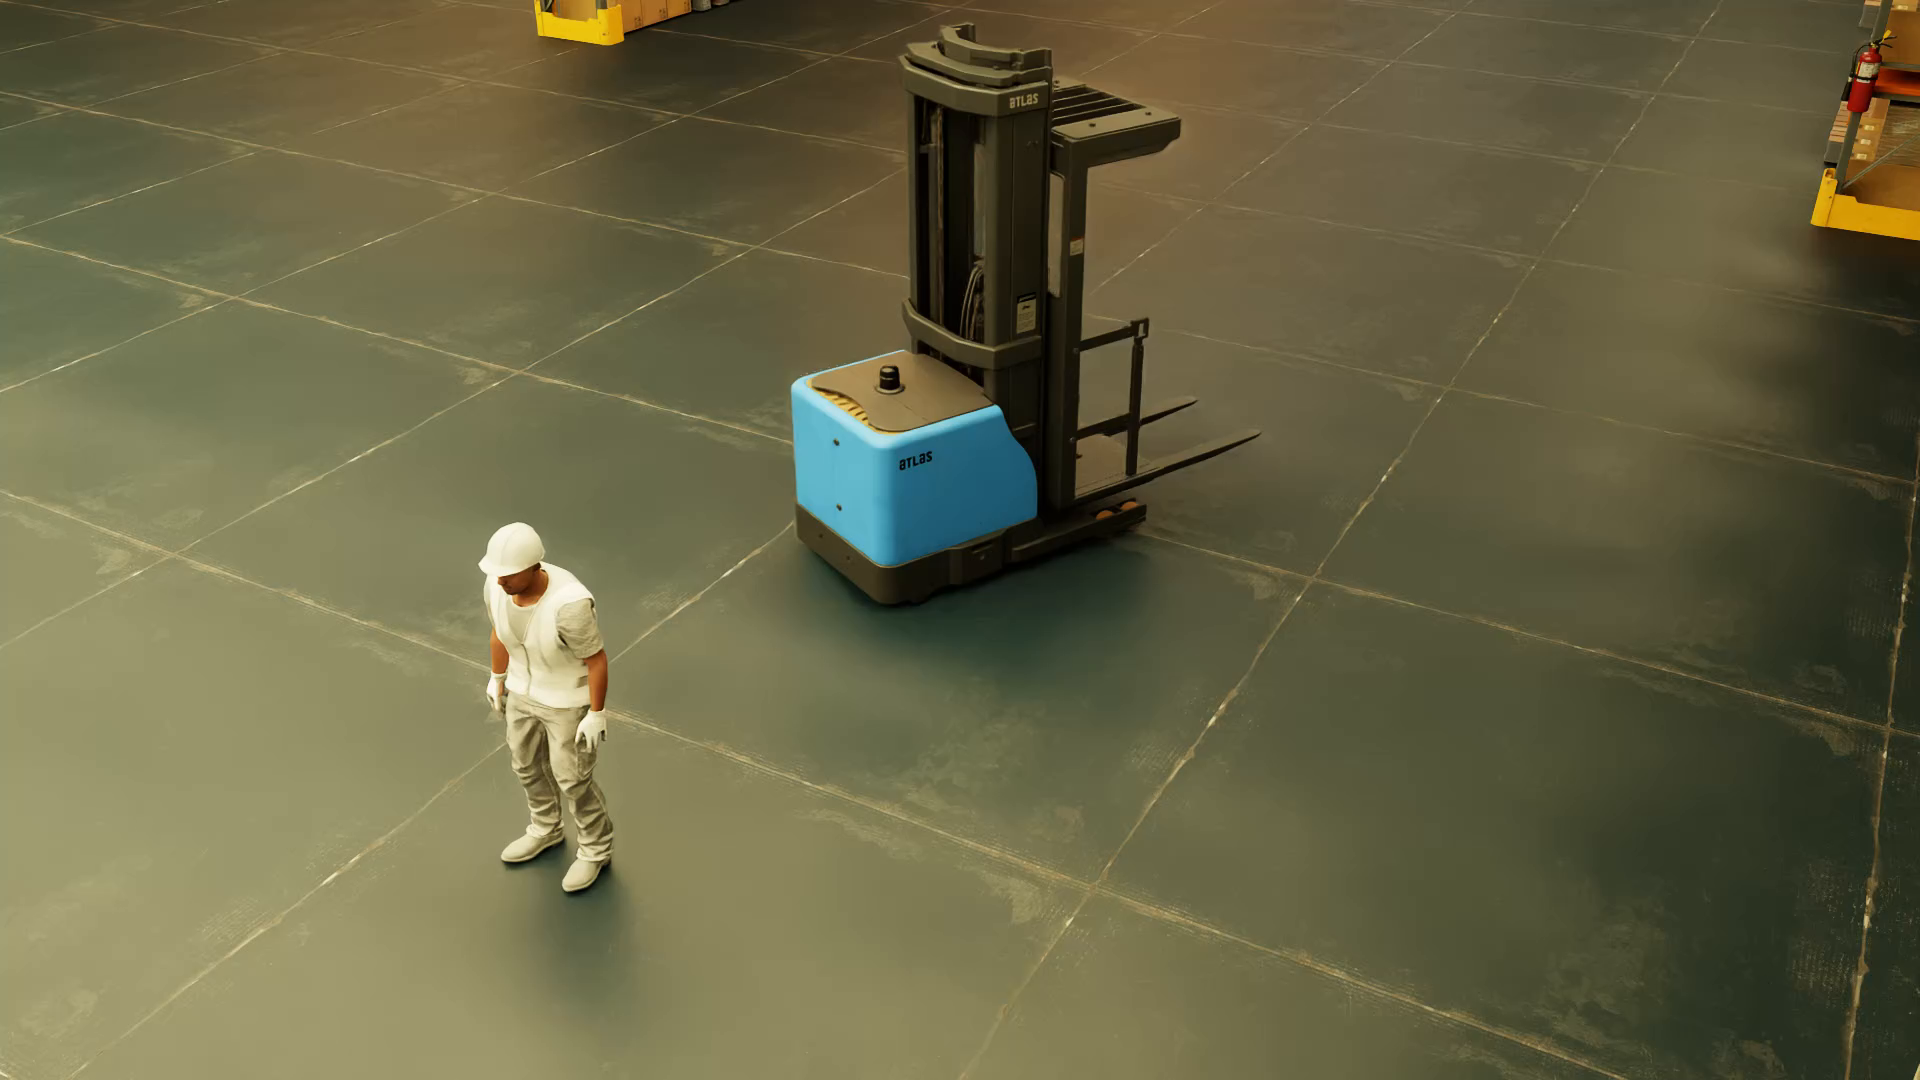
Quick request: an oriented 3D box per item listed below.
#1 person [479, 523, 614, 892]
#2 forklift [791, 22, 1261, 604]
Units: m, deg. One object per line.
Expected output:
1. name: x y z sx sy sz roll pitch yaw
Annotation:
1. person: -1.755 0.679 7.058 0.616 1.772 0.453 17 34 26
2. forklift: 0.523 -1.477 9.629 3.031 2.935 1.130 -19 35 -30
